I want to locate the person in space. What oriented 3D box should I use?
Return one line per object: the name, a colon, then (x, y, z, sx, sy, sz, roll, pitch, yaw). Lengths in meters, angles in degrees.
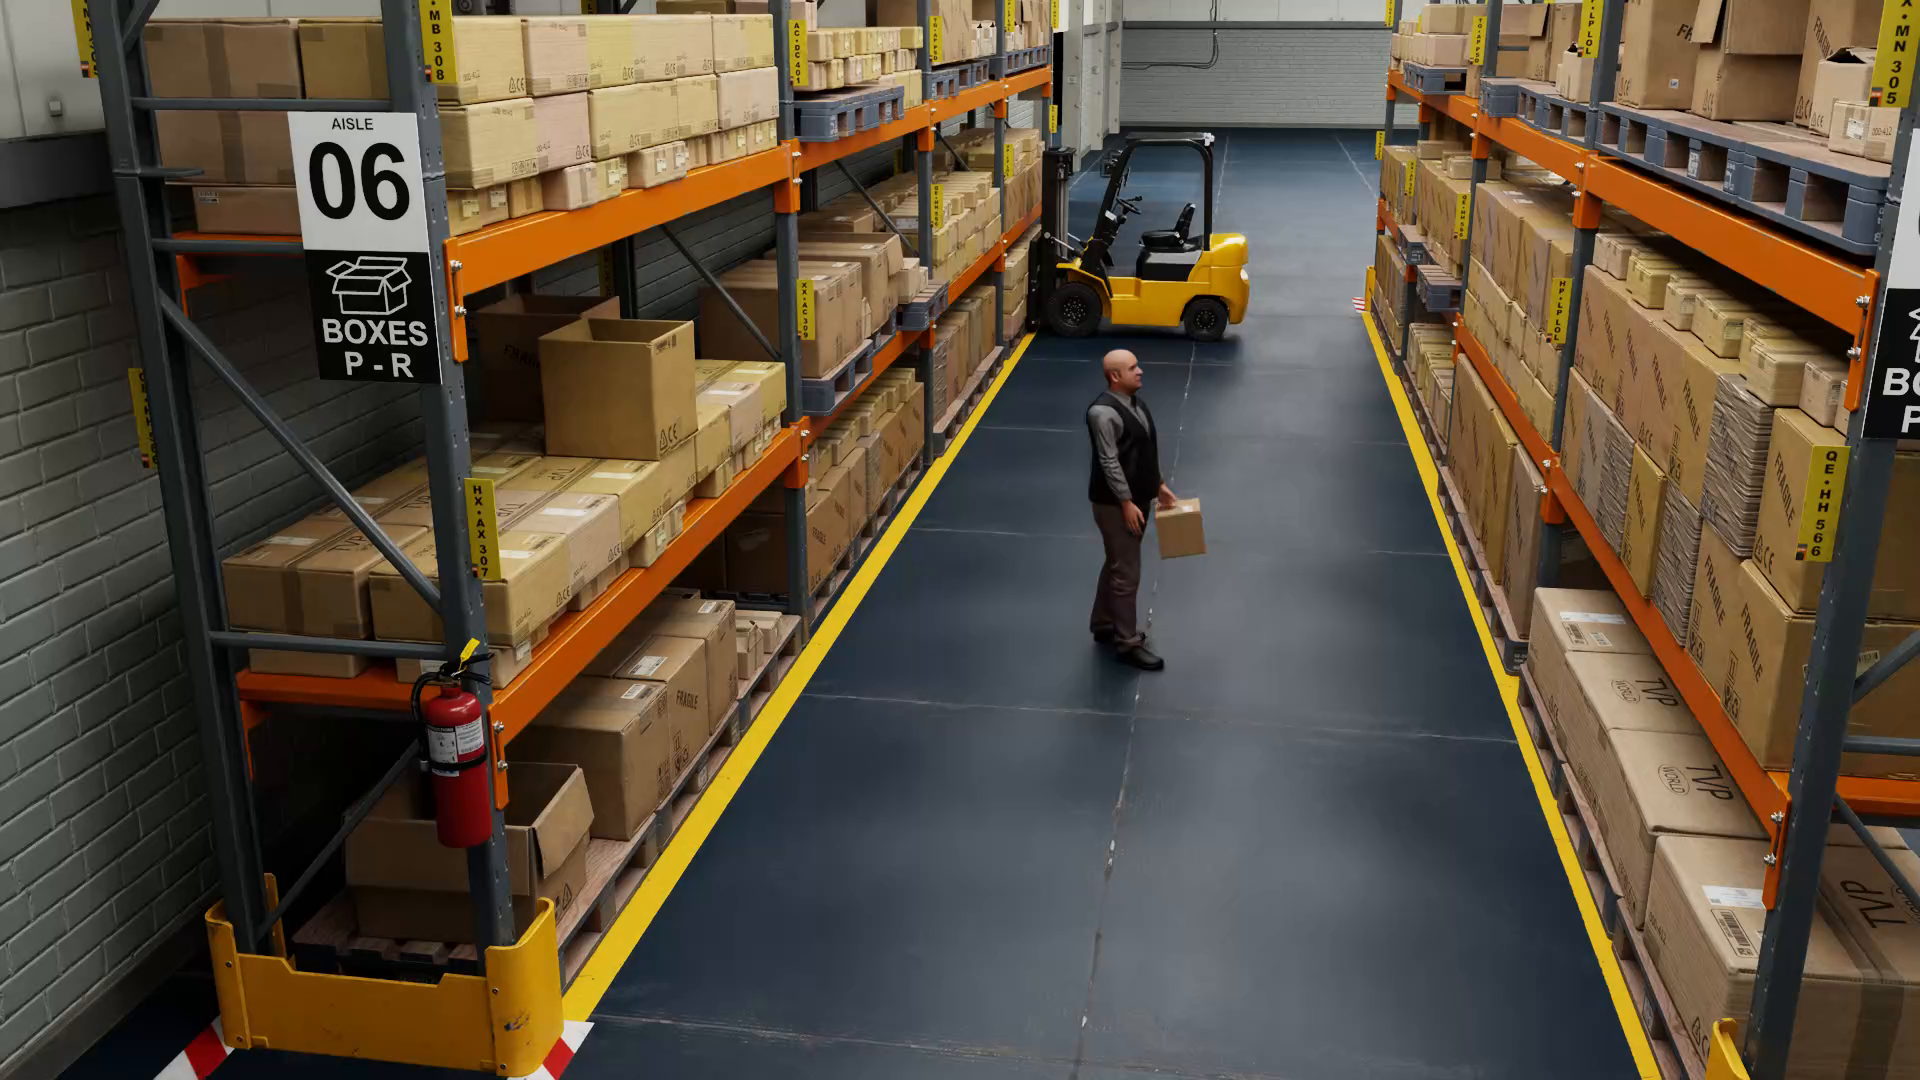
person: (0.973, -0.192, 9.189, 0.545, 1.725, 0.560, 9, 20, 26)
